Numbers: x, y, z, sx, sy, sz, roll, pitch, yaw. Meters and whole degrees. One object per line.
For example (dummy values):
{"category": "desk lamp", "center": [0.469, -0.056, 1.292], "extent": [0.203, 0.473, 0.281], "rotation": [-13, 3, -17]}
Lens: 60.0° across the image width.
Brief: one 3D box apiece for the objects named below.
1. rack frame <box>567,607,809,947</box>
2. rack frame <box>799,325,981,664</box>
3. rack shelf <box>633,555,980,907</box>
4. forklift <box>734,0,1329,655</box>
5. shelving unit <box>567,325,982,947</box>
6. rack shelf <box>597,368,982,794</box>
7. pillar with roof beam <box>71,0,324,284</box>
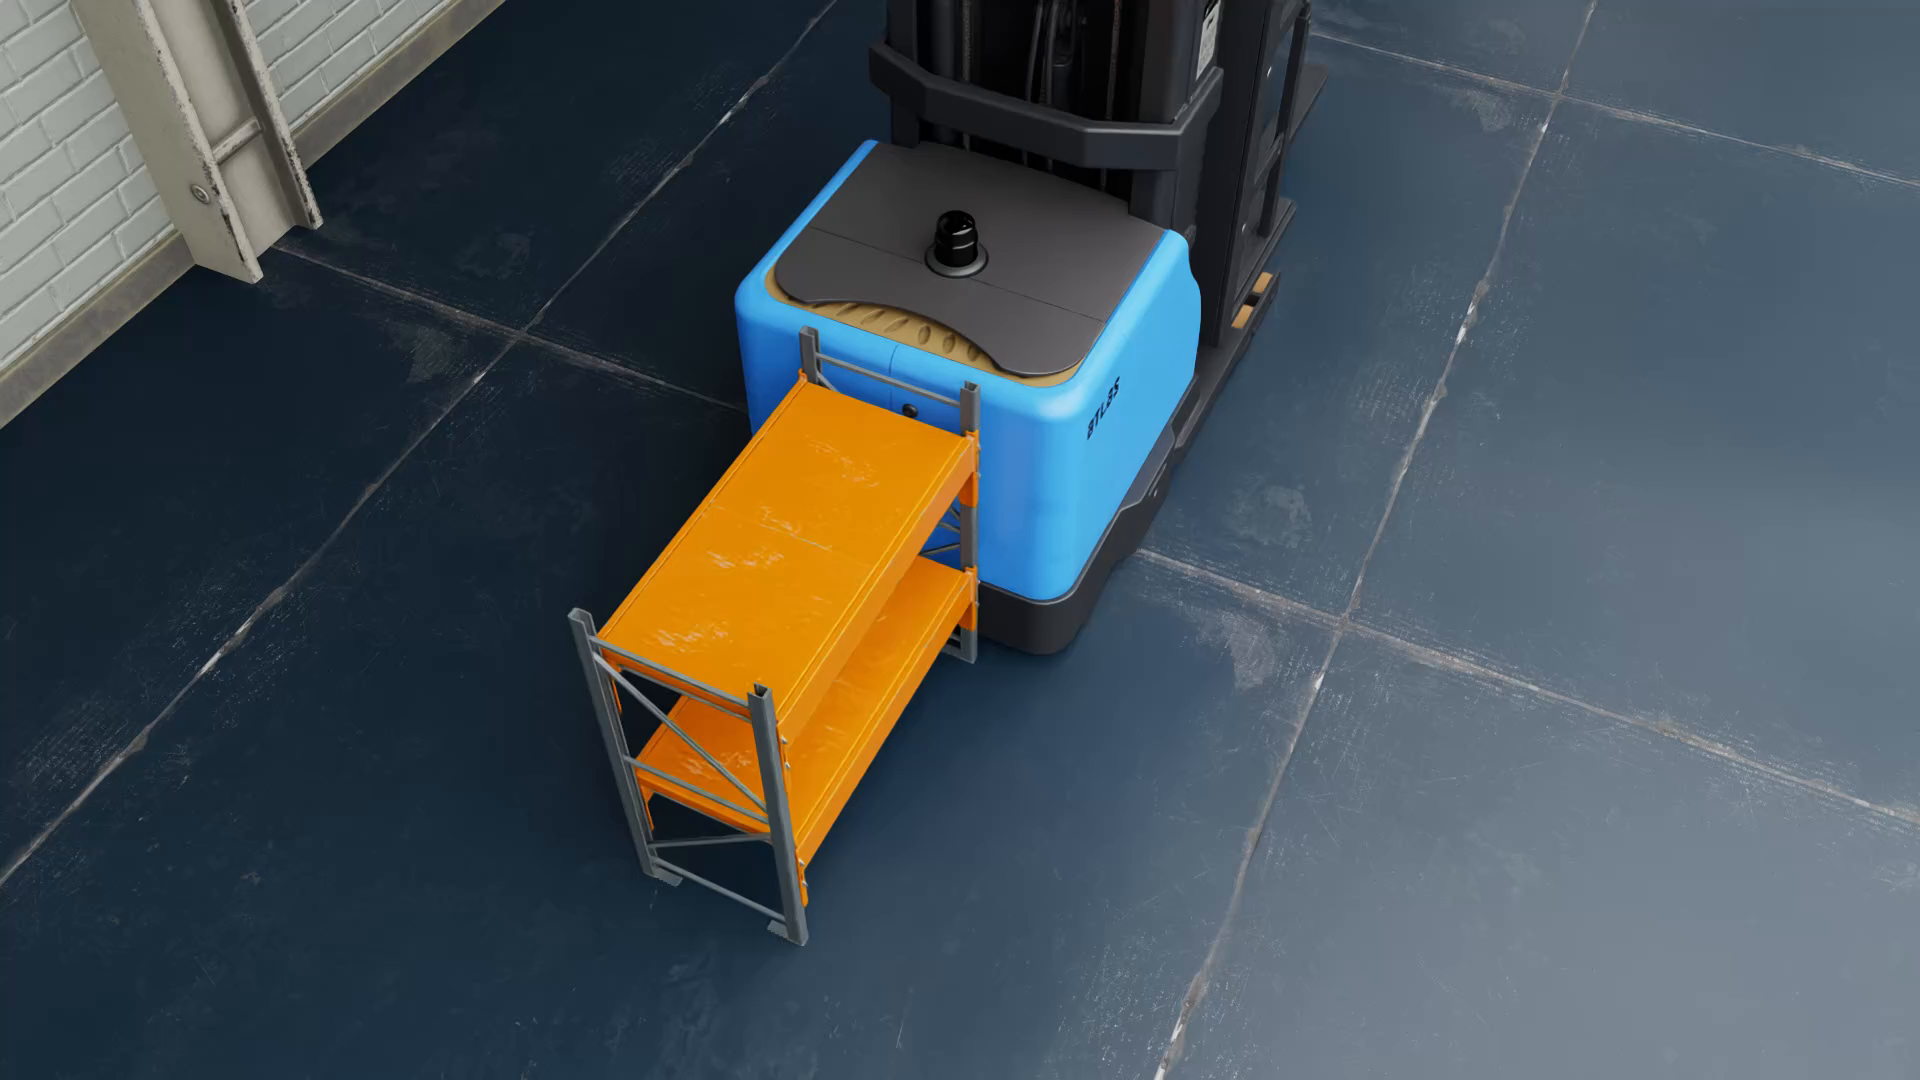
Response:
{"category": "rack frame", "center": [-0.628, 0.605, 3.997], "extent": [0.500, 1.125, 0.032], "rotation": [21, 53, 17]}
{"category": "rack frame", "center": [-0.179, -0.090, 4.588], "extent": [0.500, 1.125, 0.032], "rotation": [21, 53, 17]}
{"category": "rack shelf", "center": [-0.404, 0.416, 4.479], "extent": [0.538, 0.278, 1.000], "rotation": [21, 53, 17]}
{"category": "forklift", "center": [0.482, -1.750, 4.814], "extent": [1.130, 2.935, 3.031], "rotation": [21, 53, 17]}
{"category": "shelving unit", "center": [-0.404, 0.257, 4.292], "extent": [0.538, 1.125, 1.048], "rotation": [21, 53, 17]}
{"category": "rack shelf", "center": [-0.404, 0.068, 4.069], "extent": [0.538, 0.278, 1.000], "rotation": [21, 53, 17]}
{"category": "pillar with roof beam", "center": [1.273, -2.631, 1.580], "extent": [9.100, 9.000, 0.400], "rotation": [20, 52, 16]}
